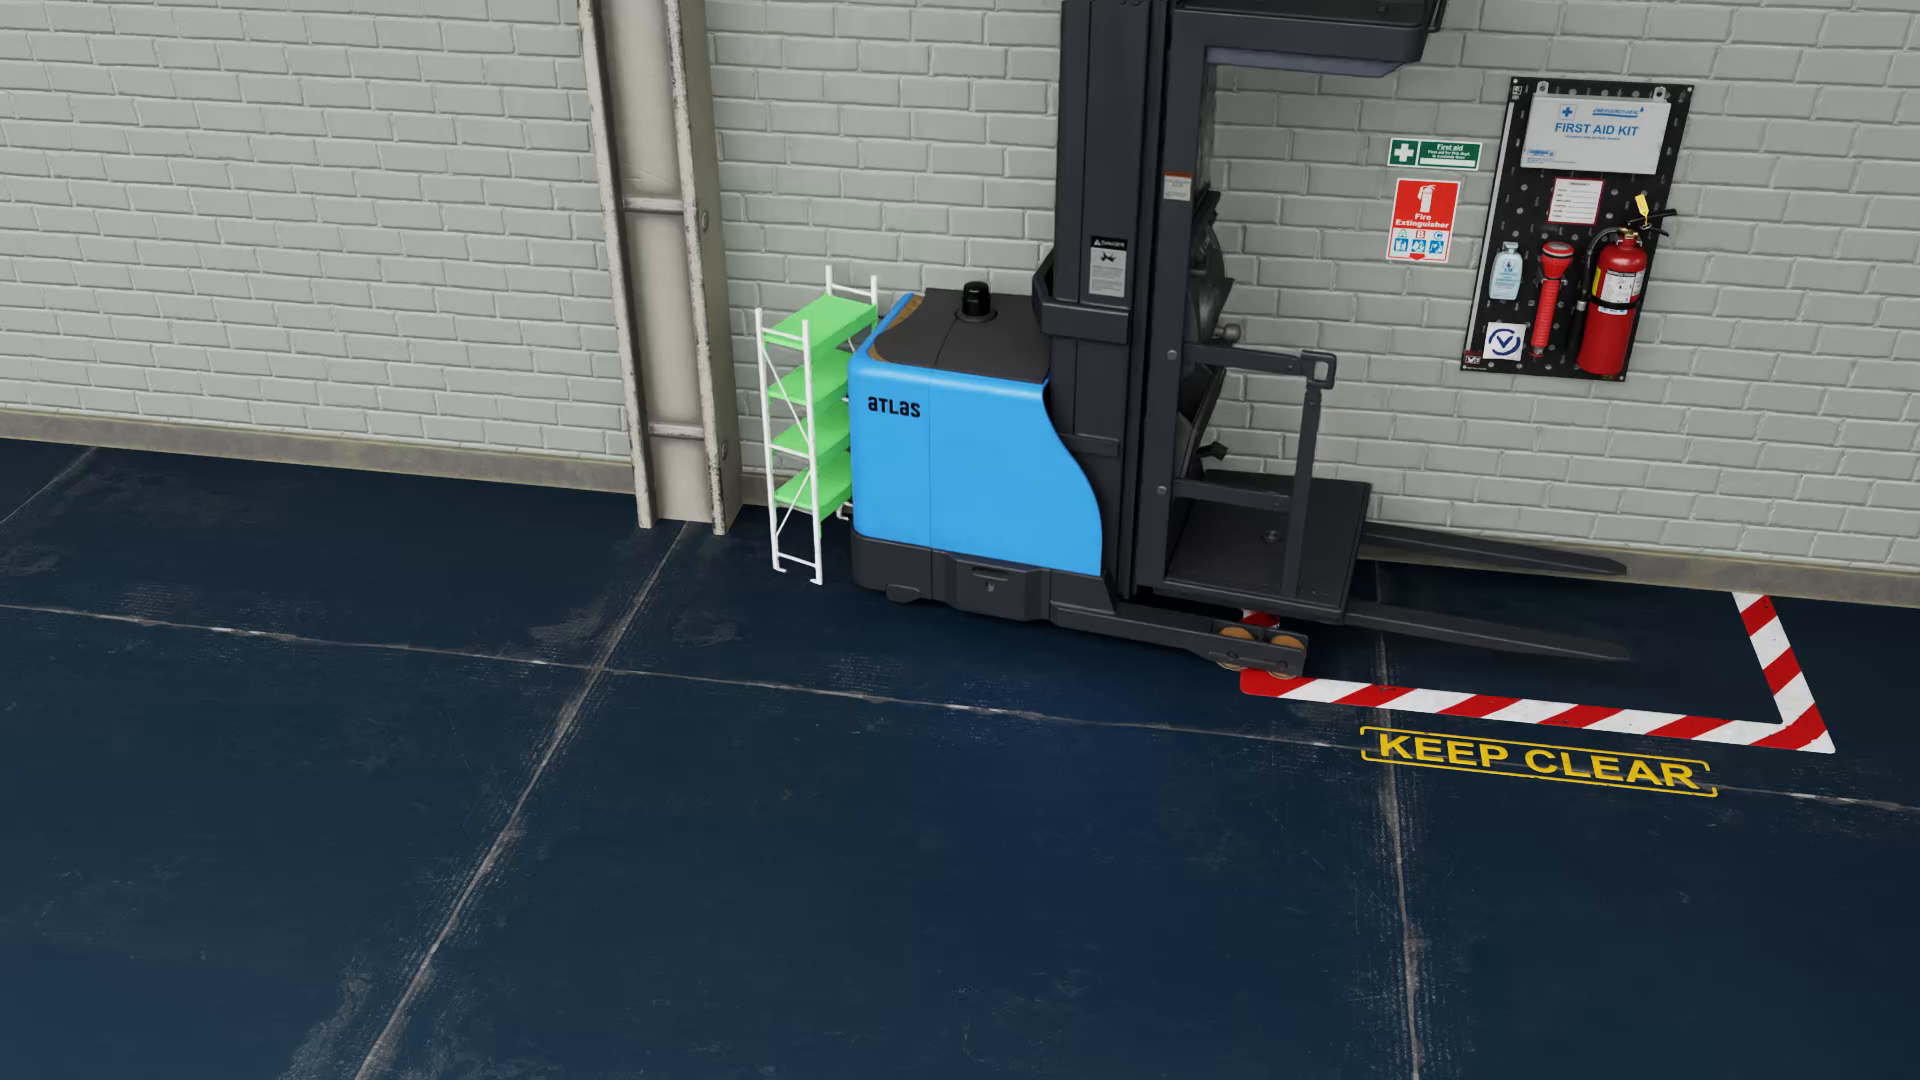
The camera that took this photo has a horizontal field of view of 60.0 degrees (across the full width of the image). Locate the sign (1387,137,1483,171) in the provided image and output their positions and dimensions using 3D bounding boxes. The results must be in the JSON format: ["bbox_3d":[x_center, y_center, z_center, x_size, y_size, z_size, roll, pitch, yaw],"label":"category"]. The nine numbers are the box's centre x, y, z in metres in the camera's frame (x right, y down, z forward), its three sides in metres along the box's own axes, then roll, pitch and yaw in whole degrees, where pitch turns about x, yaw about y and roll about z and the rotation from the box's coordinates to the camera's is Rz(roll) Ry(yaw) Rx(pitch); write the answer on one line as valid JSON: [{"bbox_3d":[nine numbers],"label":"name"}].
[{"bbox_3d":[1.764,-1.434,6.181,0.331,0.109,0.001,5,32,8],"label":"sign"}]

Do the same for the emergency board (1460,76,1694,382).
[{"bbox_3d":[2.288,-1.096,6.174,0.643,1.169,0.194,5,32,8],"label":"emergency board"}]

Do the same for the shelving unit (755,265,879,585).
[{"bbox_3d":[-0.562,-0.468,6.866,0.258,1.200,0.503,17,36,25],"label":"shelving unit"}]

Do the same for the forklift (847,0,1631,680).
[{"bbox_3d":[1.128,-1.023,6.122,3.031,2.935,1.130,10,33,15],"label":"forklift"}]

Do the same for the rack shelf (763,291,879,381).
[{"bbox_3d":[-0.562,-0.820,6.645,0.258,0.148,0.480,17,36,25],"label":"rack shelf"}]

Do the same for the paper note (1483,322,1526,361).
[{"bbox_3d":[2.125,-0.775,6.491,0.142,0.148,0.016,5,32,8],"label":"paper note"}]

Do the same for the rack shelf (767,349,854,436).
[{"bbox_3d":[-0.562,-0.617,6.773,0.258,0.148,0.480,17,36,25],"label":"rack shelf"}]

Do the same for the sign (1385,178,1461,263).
[{"bbox_3d":[1.761,-1.215,6.330,0.234,0.329,0.001,5,32,8],"label":"sign"}]

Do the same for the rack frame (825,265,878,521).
[{"bbox_3d":[-0.441,-0.580,7.046,0.240,1.200,0.015,17,36,25],"label":"rack frame"}]

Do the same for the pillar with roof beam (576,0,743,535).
[{"bbox_3d":[-1.921,-1.683,1.457,0.400,9.000,9.100,5,32,8],"label":"pillar with roof beam"}]

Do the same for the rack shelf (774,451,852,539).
[{"bbox_3d":[-0.562,-0.210,7.027,0.258,0.148,0.480,17,36,25],"label":"rack shelf"}]

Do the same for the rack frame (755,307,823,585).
[{"bbox_3d":[-0.683,-0.355,6.687,0.240,1.200,0.015,17,36,25],"label":"rack frame"}]

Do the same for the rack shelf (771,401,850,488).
[{"bbox_3d":[-0.562,-0.413,6.900,0.258,0.148,0.480,17,36,25],"label":"rack shelf"}]
